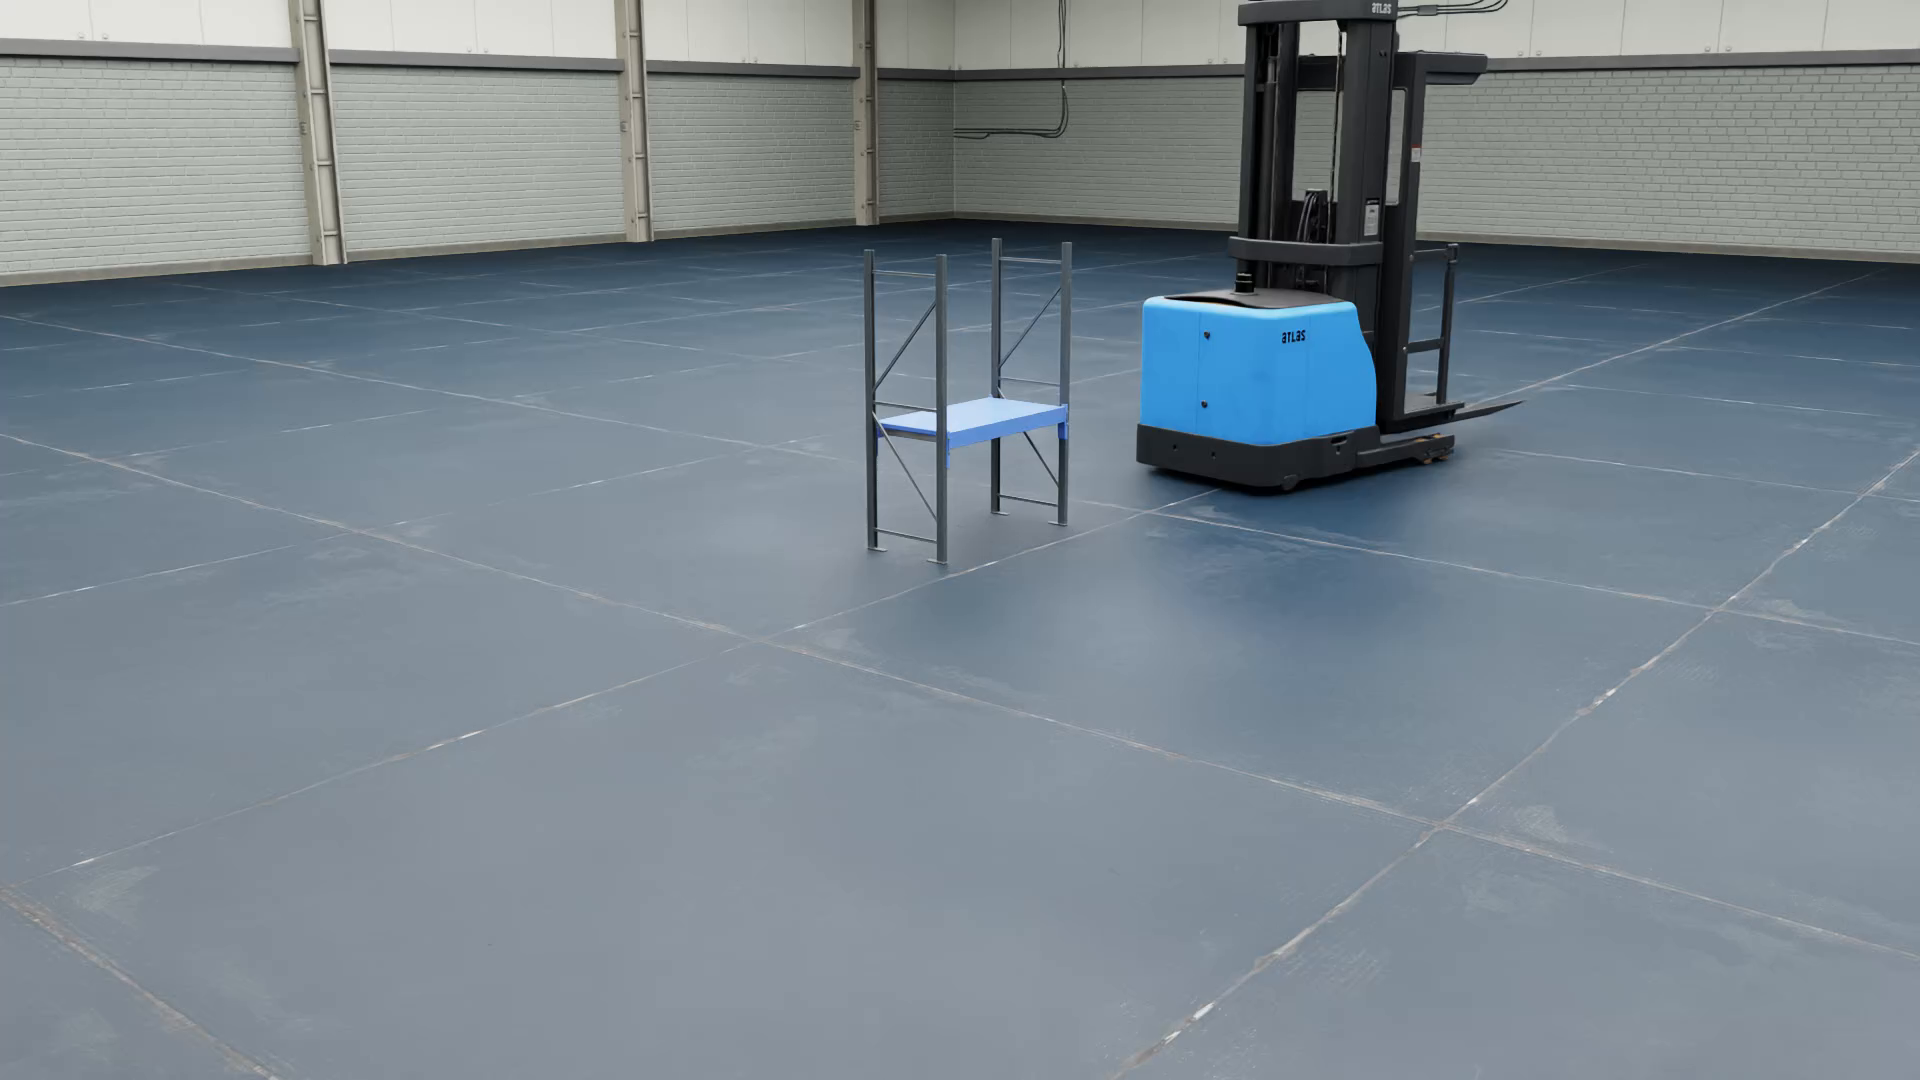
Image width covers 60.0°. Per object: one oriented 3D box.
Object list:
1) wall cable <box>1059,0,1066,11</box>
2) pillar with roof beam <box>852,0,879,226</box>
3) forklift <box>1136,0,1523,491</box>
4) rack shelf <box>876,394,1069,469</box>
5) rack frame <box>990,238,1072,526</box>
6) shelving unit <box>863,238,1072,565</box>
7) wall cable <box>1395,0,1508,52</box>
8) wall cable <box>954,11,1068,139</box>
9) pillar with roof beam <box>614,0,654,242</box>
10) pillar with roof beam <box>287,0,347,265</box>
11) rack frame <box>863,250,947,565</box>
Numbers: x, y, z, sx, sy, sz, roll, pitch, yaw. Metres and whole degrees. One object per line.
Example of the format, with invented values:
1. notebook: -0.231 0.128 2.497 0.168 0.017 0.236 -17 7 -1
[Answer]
1. wall cable: 3.089 -11.680 32.374 3.097 2.526 0.112 11 18 38
2. pillar with roof beam: 1.453 -10.130 30.224 9.100 9.000 0.400 11 18 38
3. forklift: 2.531 -1.985 10.482 3.031 2.935 1.130 -12 19 -39
4. rack shelf: 0.054 -0.569 8.547 0.538 0.185 1.000 11 18 38
5. rack frame: 0.373 -0.841 8.886 0.500 1.500 0.032 11 18 38
6. shelving unit: 0.054 -0.743 8.503 0.538 1.500 1.048 11 18 38
7. wall cable: 8.359 -11.332 28.048 2.305 6.003 0.169 11 18 38
8. wall cable: 0.985 -9.651 34.644 3.097 2.526 0.112 11 18 38
9. pillar with roof beam: -2.318 -8.981 25.701 9.100 9.000 0.400 11 18 38
10. pillar with roof beam: -6.089 -7.832 21.178 9.100 9.000 0.400 11 18 38
11. rack frame: -0.266 -0.646 8.119 0.500 1.500 0.032 11 18 38
